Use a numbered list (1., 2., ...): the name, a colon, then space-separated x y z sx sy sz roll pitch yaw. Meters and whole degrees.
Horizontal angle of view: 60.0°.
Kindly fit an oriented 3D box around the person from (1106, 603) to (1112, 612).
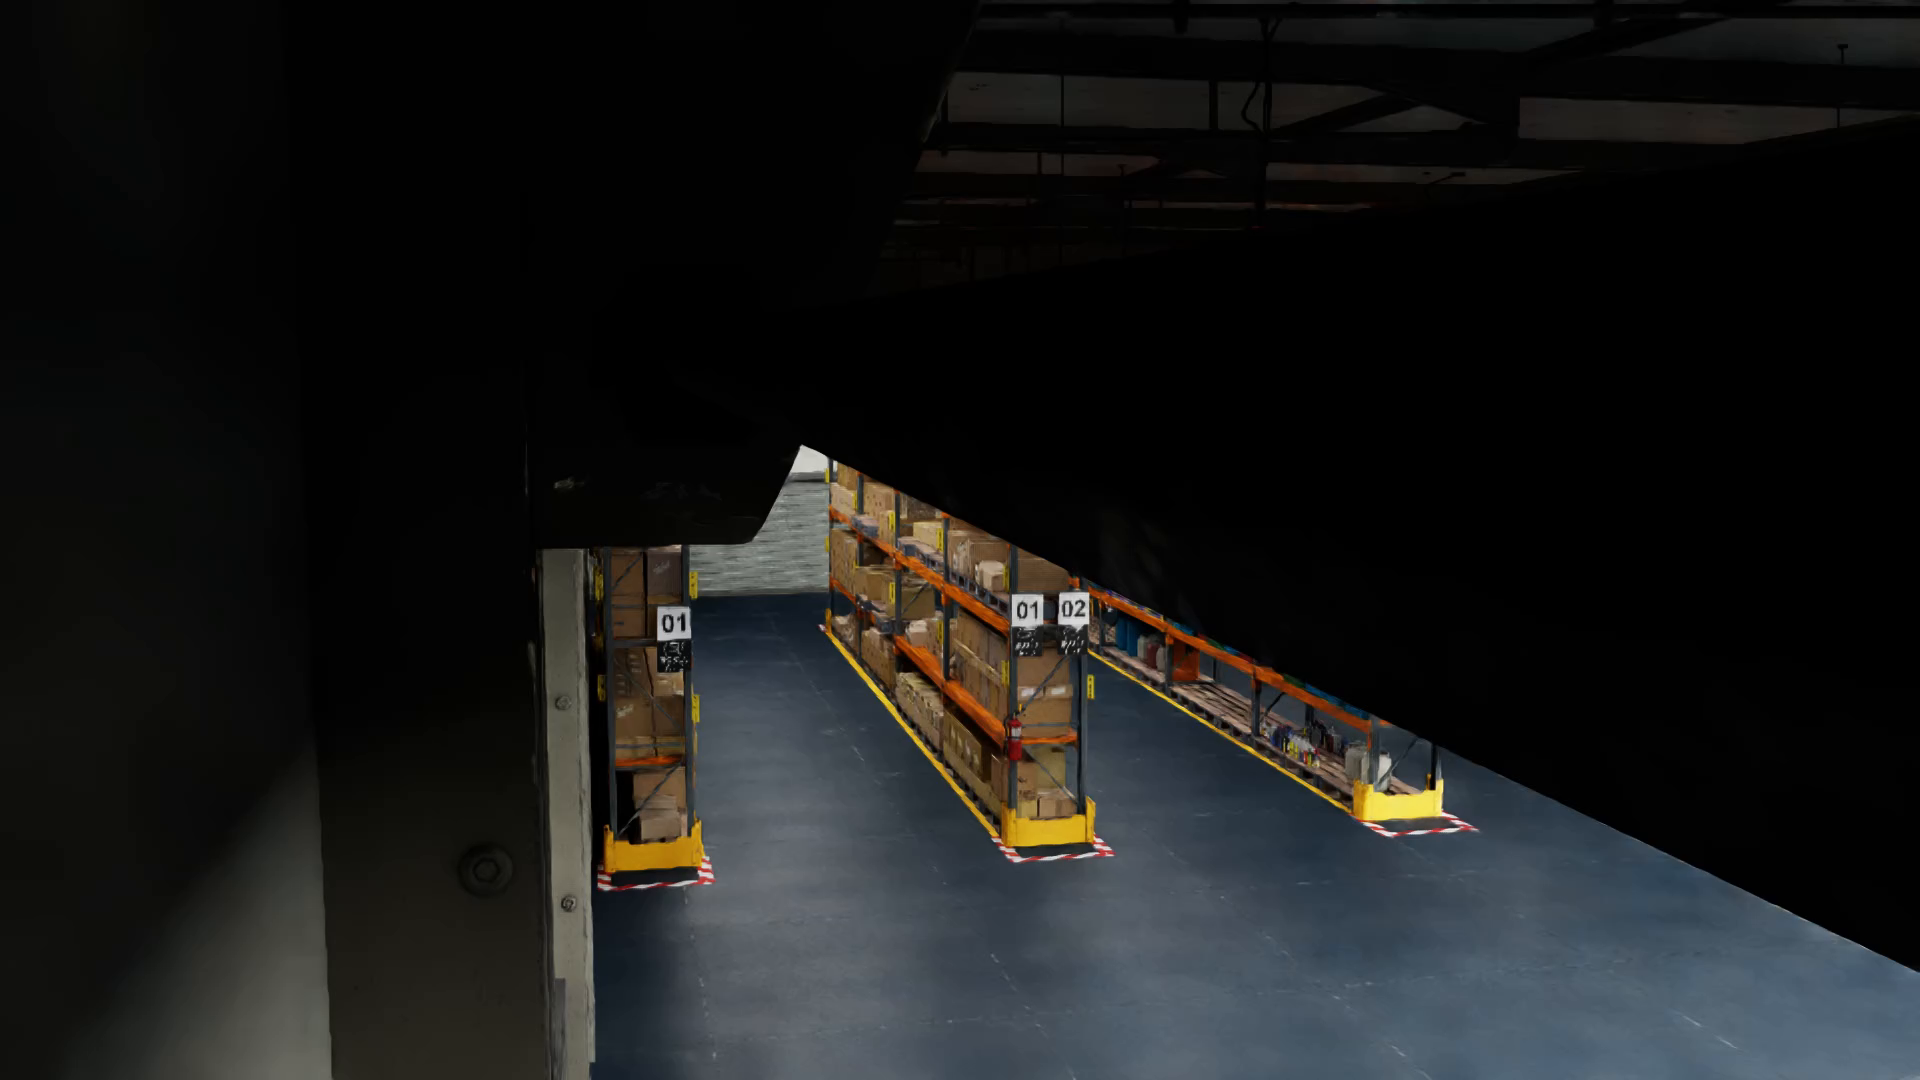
1. person: 3.561 0.860 39.393 0.608 1.608 0.770 -2 7 -17
